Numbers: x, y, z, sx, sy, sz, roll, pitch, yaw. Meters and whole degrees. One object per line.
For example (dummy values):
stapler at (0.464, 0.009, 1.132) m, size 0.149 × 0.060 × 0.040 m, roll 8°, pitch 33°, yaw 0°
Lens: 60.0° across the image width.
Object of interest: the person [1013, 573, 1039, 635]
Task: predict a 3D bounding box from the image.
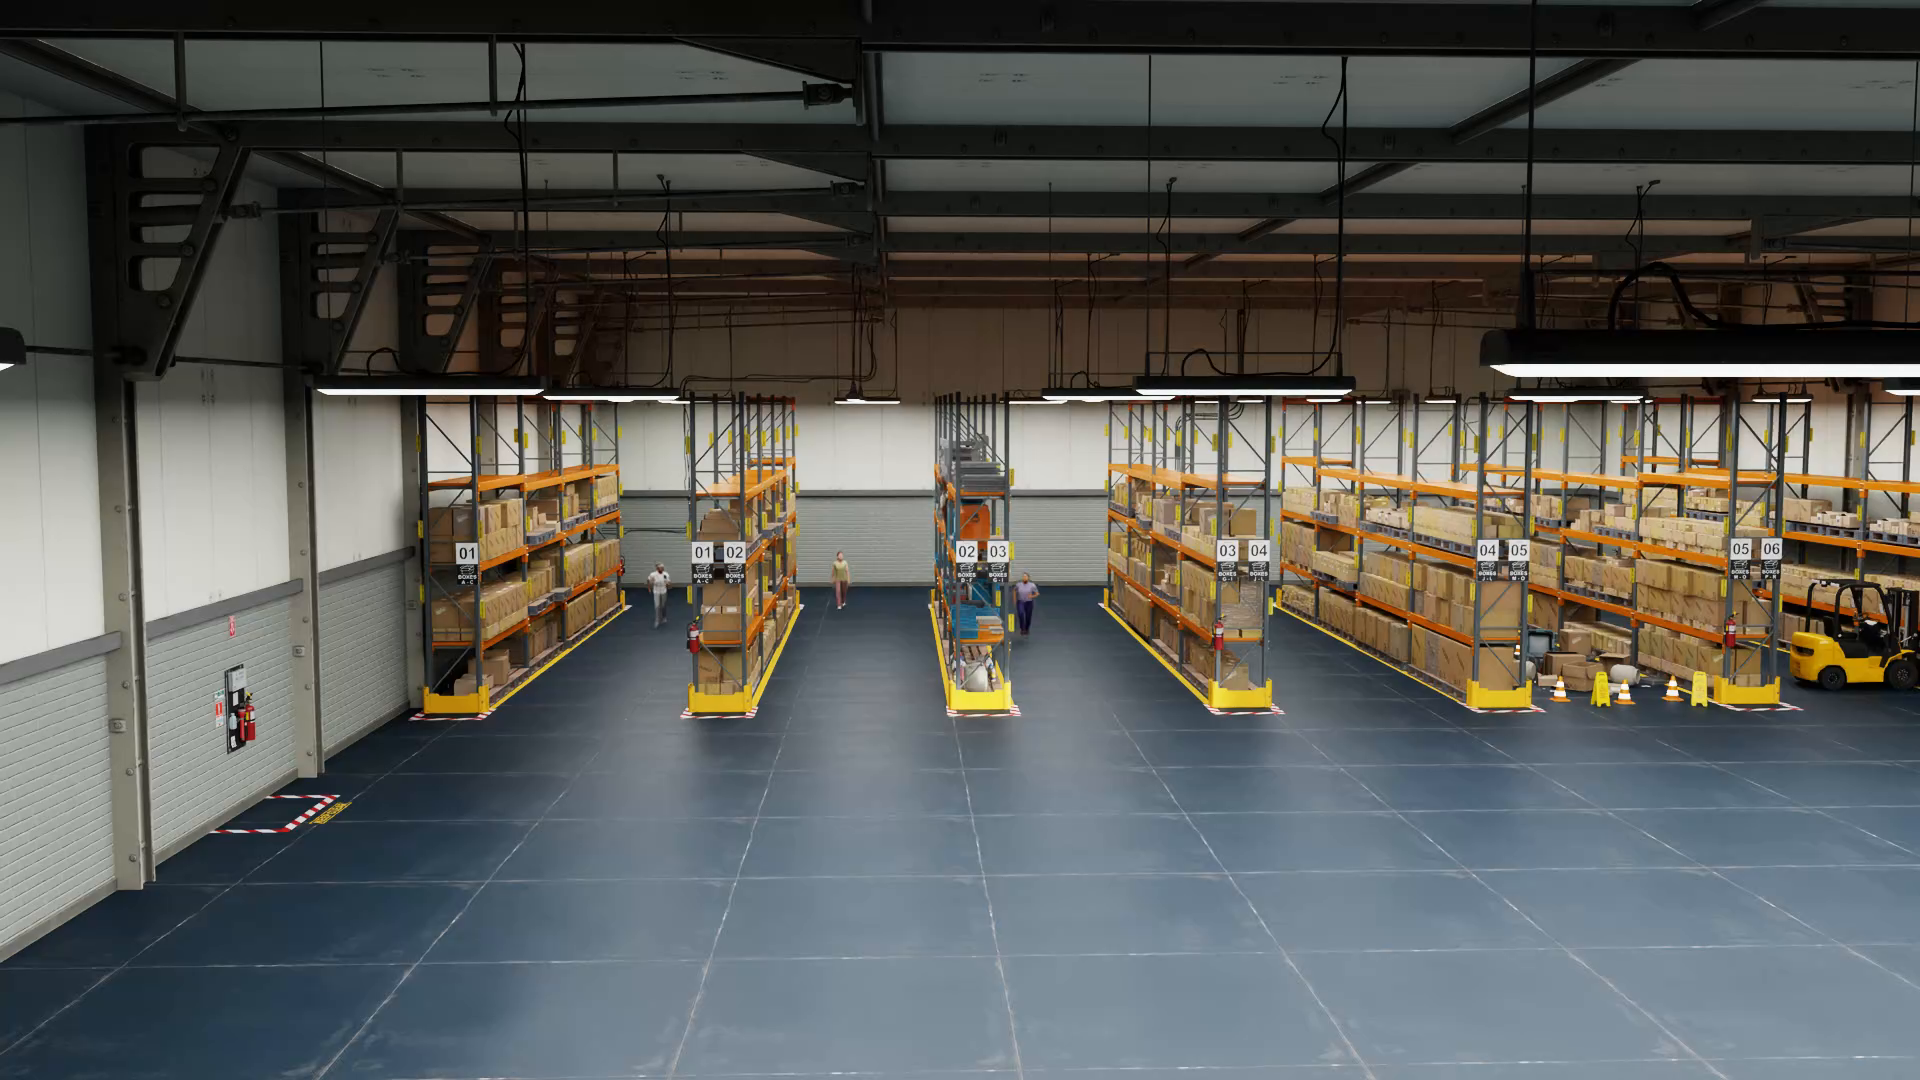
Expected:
person at (1.604, 1.568, 40.200) m, size 0.609 × 1.554 × 0.981 m, roll 0°, pitch 5°, yaw -1°

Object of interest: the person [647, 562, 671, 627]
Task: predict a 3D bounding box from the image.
person at (-7.854, 1.392, 43.331) m, size 0.628 × 1.645 × 1.006 m, roll 0°, pitch 5°, yaw -2°

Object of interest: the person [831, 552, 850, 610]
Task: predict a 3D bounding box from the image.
person at (-3.391, 1.144, 47.130) m, size 0.536 × 1.616 × 1.064 m, roll 0°, pitch 5°, yaw -6°
